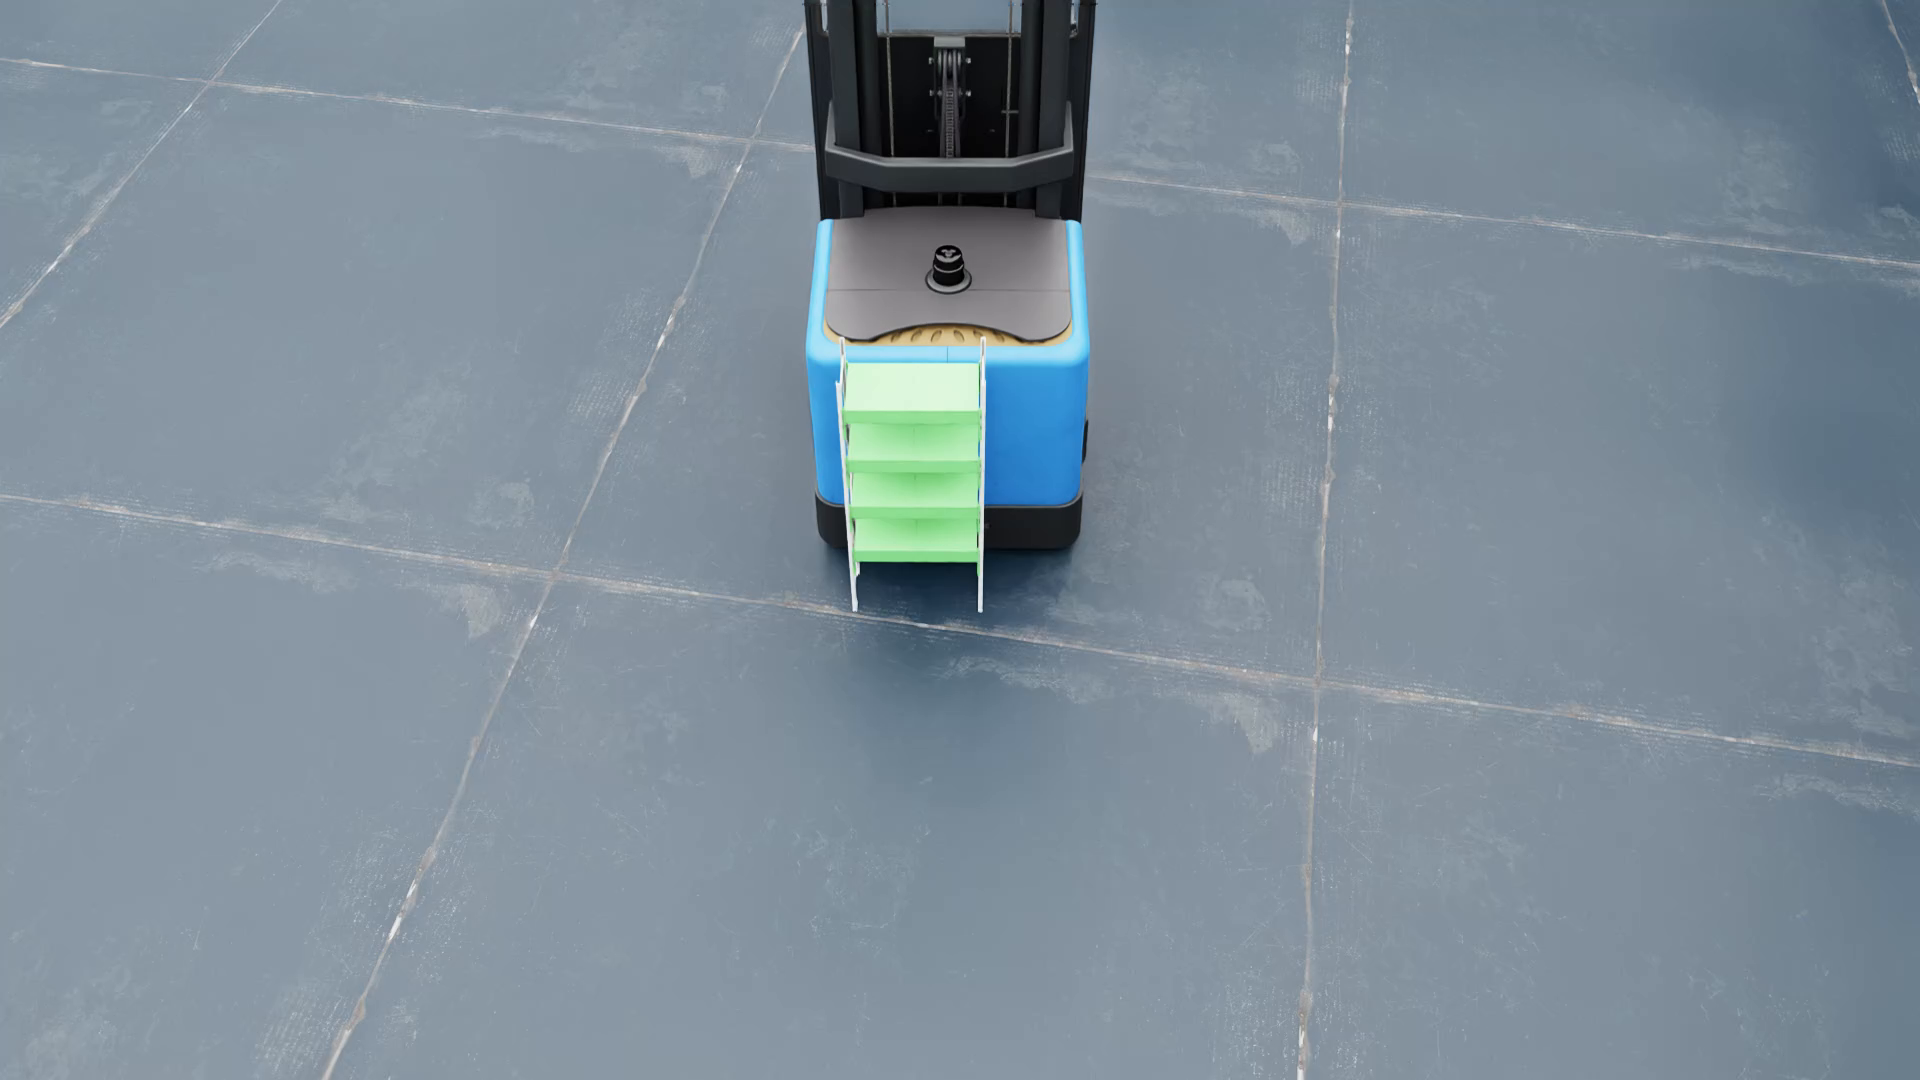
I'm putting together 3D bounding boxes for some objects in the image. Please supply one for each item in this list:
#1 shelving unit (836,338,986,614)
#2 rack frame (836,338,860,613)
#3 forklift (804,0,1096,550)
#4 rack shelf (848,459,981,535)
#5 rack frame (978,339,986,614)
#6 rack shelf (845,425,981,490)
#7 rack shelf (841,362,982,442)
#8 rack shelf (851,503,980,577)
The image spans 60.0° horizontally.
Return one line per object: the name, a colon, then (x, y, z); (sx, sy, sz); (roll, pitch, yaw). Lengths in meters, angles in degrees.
shelving unit: (-0.164, -0.204, 6.098); (0.503, 1.200, 0.258); (0, 48, 0)
rack frame: (-0.408, -0.205, 6.099); (0.015, 1.200, 0.240); (0, 48, 0)
forklift: (-0.036, -2.019, 6.566); (1.130, 2.935, 3.031); (0, 48, 0)
rack shelf: (-0.164, -0.161, 6.146); (0.480, 0.148, 0.258); (0, 48, 0)
rack frame: (0.080, -0.203, 6.097); (0.015, 1.200, 0.240); (0, 48, 0)
rack shelf: (-0.164, -0.321, 5.967); (0.480, 0.148, 0.258); (0, 48, 0)
rack shelf: (-0.164, -0.482, 5.789); (0.480, 0.148, 0.258); (0, 48, 0)
rack shelf: (-0.164, -0.001, 6.325); (0.480, 0.148, 0.258); (0, 48, 0)
